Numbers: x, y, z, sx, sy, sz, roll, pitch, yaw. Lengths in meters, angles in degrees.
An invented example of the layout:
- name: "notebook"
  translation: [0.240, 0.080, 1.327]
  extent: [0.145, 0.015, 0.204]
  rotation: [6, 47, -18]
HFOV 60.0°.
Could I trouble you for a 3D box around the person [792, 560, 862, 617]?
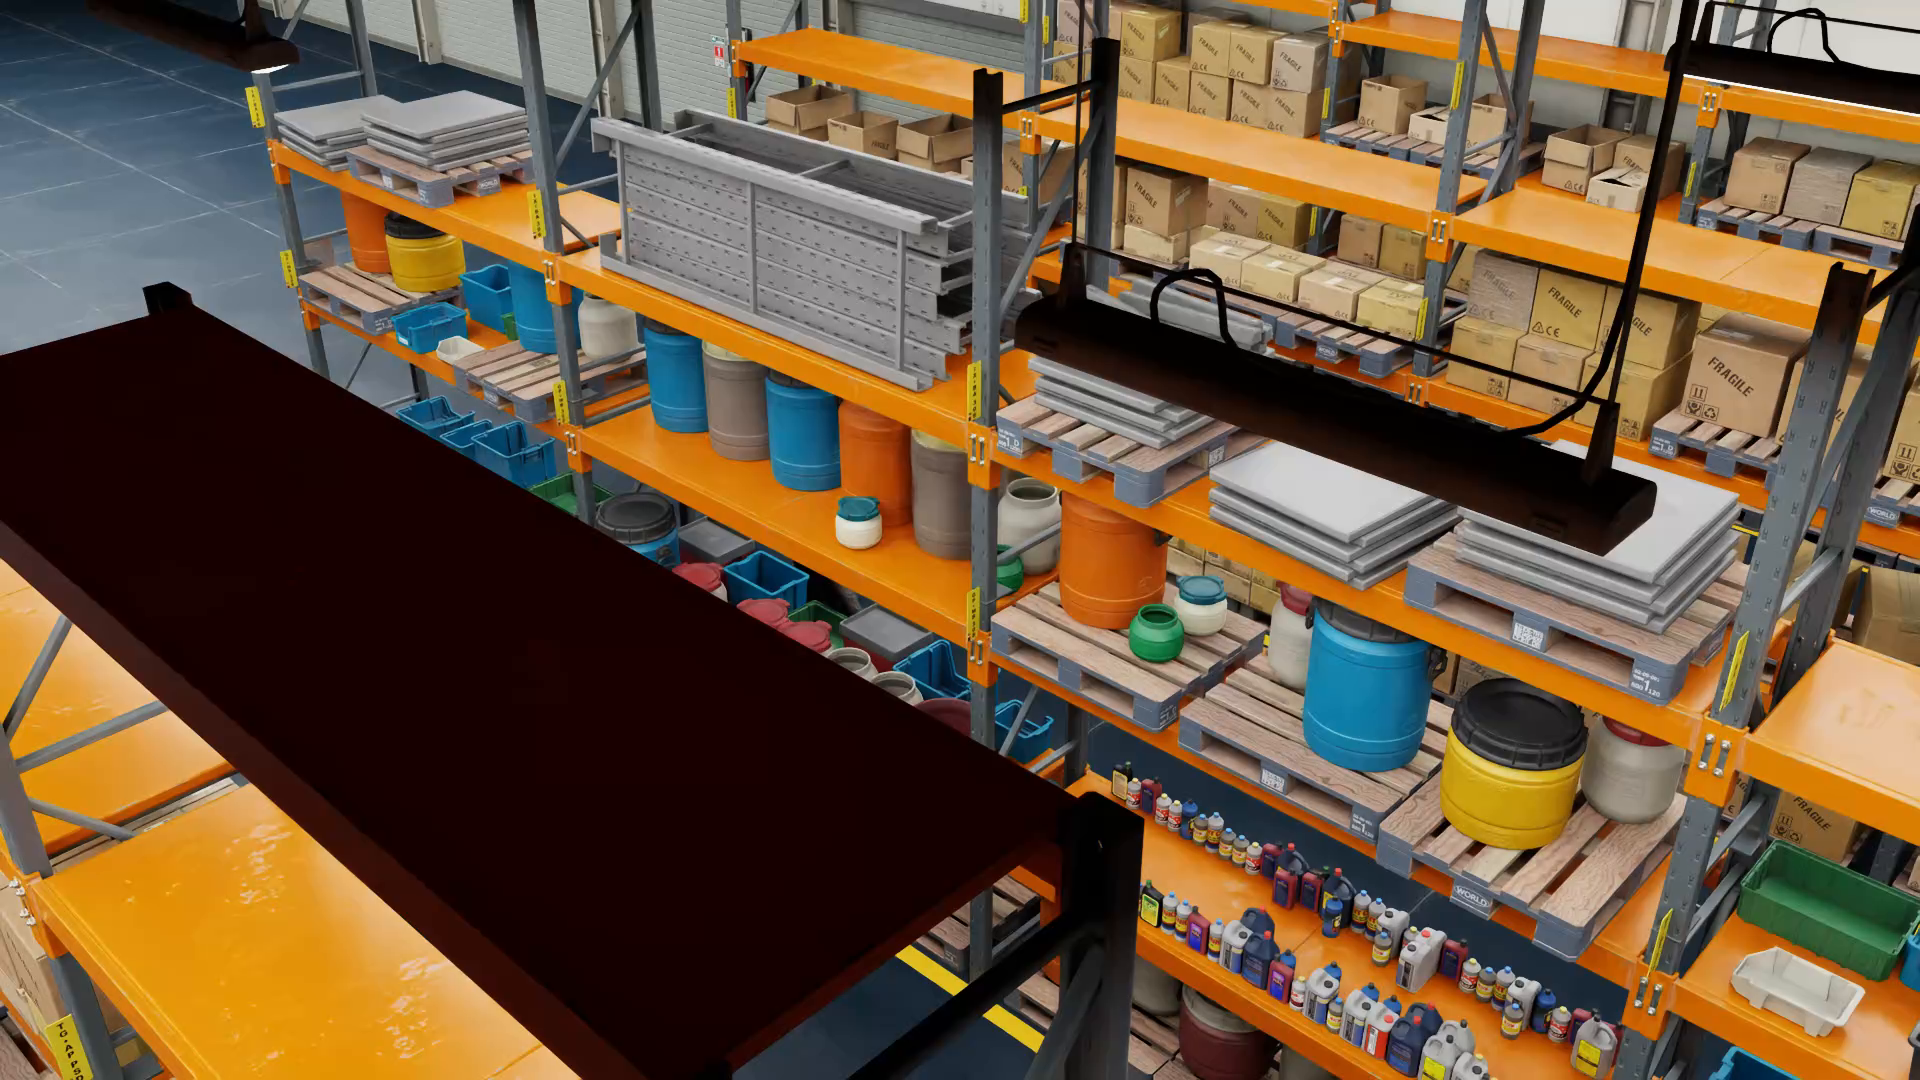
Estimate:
- name: "person"
  translation: [-1.011, 0.581, 13.476]
  extent: [0.569, 1.655, 1.038]
  rotation: [24, 37, 35]
